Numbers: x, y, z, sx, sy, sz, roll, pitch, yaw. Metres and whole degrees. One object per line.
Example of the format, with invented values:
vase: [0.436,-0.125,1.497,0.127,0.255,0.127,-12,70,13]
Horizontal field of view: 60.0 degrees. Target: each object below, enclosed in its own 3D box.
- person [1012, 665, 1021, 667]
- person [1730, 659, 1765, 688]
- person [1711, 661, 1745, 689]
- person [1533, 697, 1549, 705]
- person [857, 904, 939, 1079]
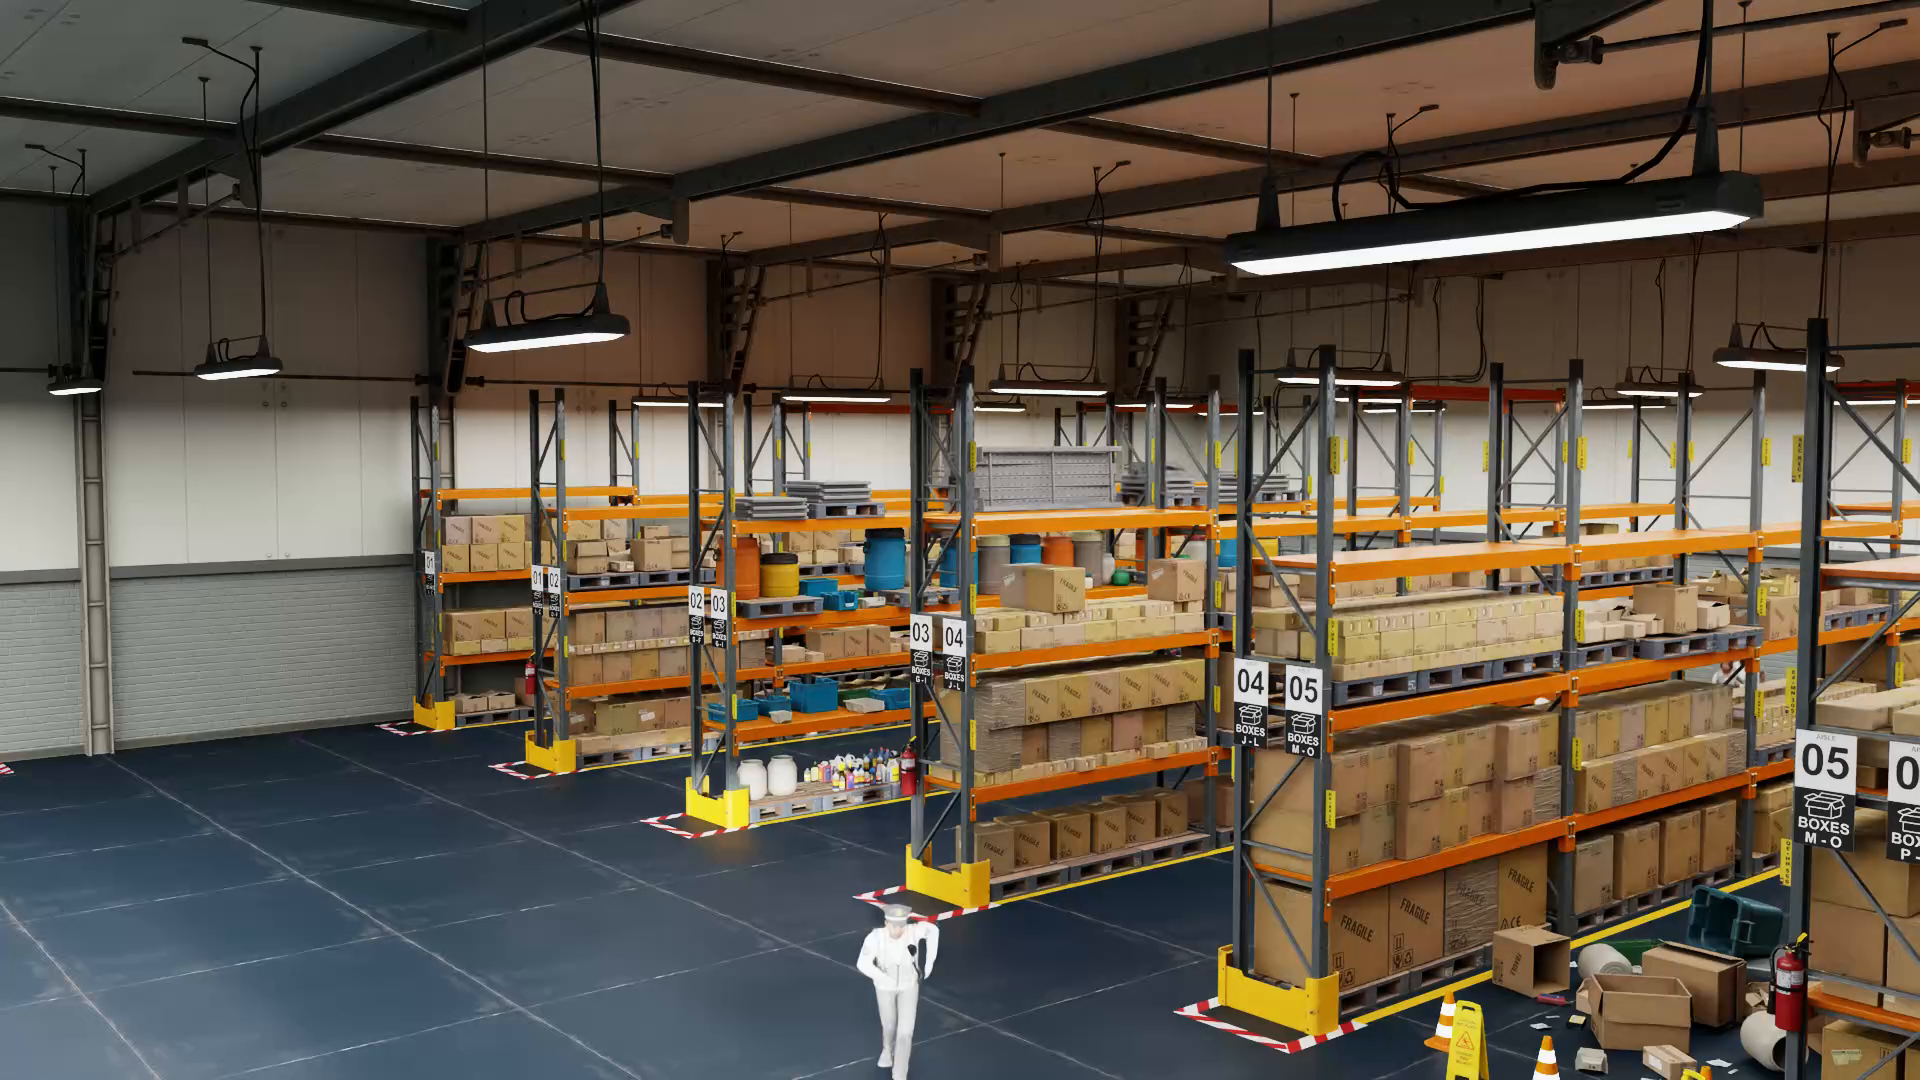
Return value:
person: [0.752,2.381,27.971,0.821,1.775,0.649,-3,5,-43]
person: [13.171,2.634,27.803,0.690,1.772,0.752,1,3,15]
person: [12.641,2.752,27.419,0.546,1.594,0.869,3,4,38]
person: [7.737,2.970,22.078,0.890,1.796,0.640,-3,5,-43]
person: [-0.498,3.616,13.291,0.656,1.622,0.950,0,3,-5]
